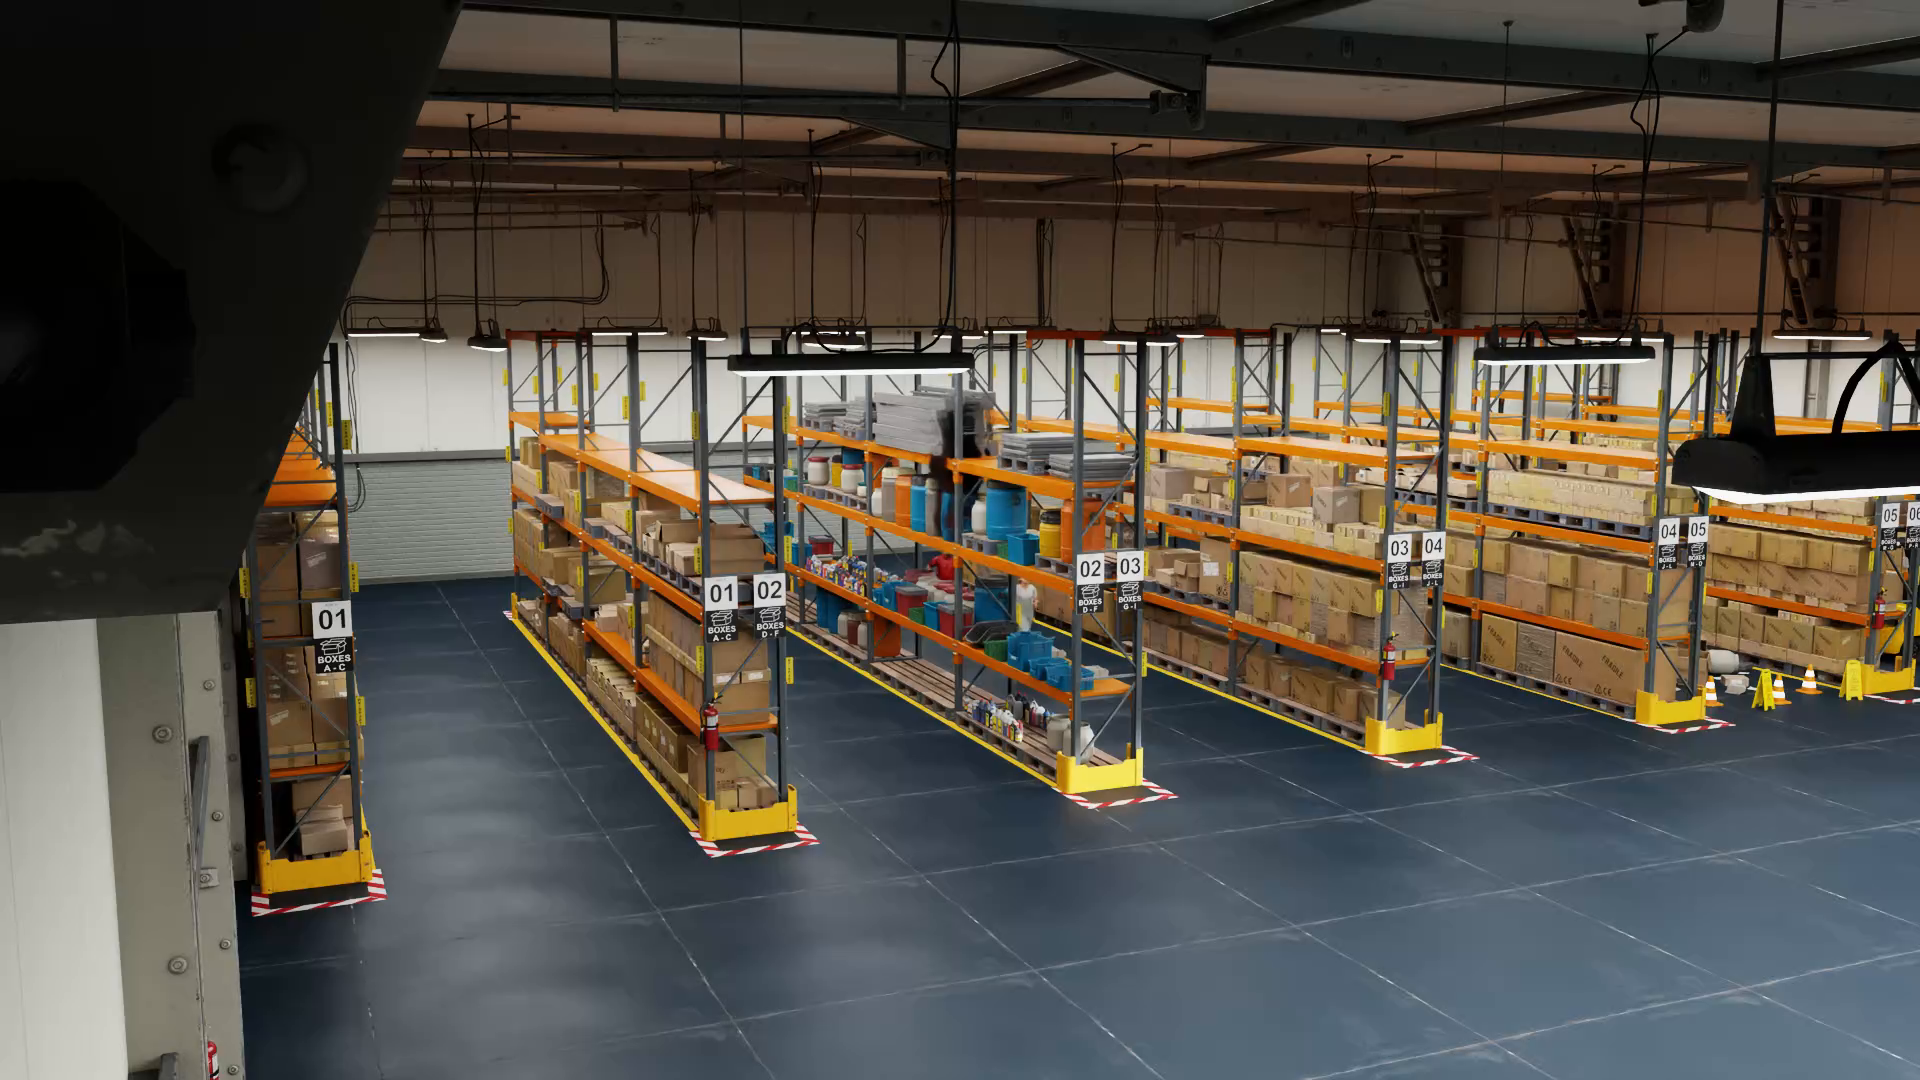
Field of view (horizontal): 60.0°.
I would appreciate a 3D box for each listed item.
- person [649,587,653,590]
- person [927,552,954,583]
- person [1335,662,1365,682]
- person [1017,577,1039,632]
[{"bbox_3d":[-5.452,1.300,31.216,0.607,1.613,0.677,-6,10,-38],"label":"person"},{"bbox_3d":[-0.253,0.951,33.426,0.635,1.766,0.727,-5,9,-32],"label":"person"},{"bbox_3d":[6.777,1.633,28.437,0.689,1.714,0.756,-7,11,-42],"label":"person"},{"bbox_3d":[1.109,1.353,28.589,0.534,1.694,0.653,-5,9,-31],"label":"person"}]
